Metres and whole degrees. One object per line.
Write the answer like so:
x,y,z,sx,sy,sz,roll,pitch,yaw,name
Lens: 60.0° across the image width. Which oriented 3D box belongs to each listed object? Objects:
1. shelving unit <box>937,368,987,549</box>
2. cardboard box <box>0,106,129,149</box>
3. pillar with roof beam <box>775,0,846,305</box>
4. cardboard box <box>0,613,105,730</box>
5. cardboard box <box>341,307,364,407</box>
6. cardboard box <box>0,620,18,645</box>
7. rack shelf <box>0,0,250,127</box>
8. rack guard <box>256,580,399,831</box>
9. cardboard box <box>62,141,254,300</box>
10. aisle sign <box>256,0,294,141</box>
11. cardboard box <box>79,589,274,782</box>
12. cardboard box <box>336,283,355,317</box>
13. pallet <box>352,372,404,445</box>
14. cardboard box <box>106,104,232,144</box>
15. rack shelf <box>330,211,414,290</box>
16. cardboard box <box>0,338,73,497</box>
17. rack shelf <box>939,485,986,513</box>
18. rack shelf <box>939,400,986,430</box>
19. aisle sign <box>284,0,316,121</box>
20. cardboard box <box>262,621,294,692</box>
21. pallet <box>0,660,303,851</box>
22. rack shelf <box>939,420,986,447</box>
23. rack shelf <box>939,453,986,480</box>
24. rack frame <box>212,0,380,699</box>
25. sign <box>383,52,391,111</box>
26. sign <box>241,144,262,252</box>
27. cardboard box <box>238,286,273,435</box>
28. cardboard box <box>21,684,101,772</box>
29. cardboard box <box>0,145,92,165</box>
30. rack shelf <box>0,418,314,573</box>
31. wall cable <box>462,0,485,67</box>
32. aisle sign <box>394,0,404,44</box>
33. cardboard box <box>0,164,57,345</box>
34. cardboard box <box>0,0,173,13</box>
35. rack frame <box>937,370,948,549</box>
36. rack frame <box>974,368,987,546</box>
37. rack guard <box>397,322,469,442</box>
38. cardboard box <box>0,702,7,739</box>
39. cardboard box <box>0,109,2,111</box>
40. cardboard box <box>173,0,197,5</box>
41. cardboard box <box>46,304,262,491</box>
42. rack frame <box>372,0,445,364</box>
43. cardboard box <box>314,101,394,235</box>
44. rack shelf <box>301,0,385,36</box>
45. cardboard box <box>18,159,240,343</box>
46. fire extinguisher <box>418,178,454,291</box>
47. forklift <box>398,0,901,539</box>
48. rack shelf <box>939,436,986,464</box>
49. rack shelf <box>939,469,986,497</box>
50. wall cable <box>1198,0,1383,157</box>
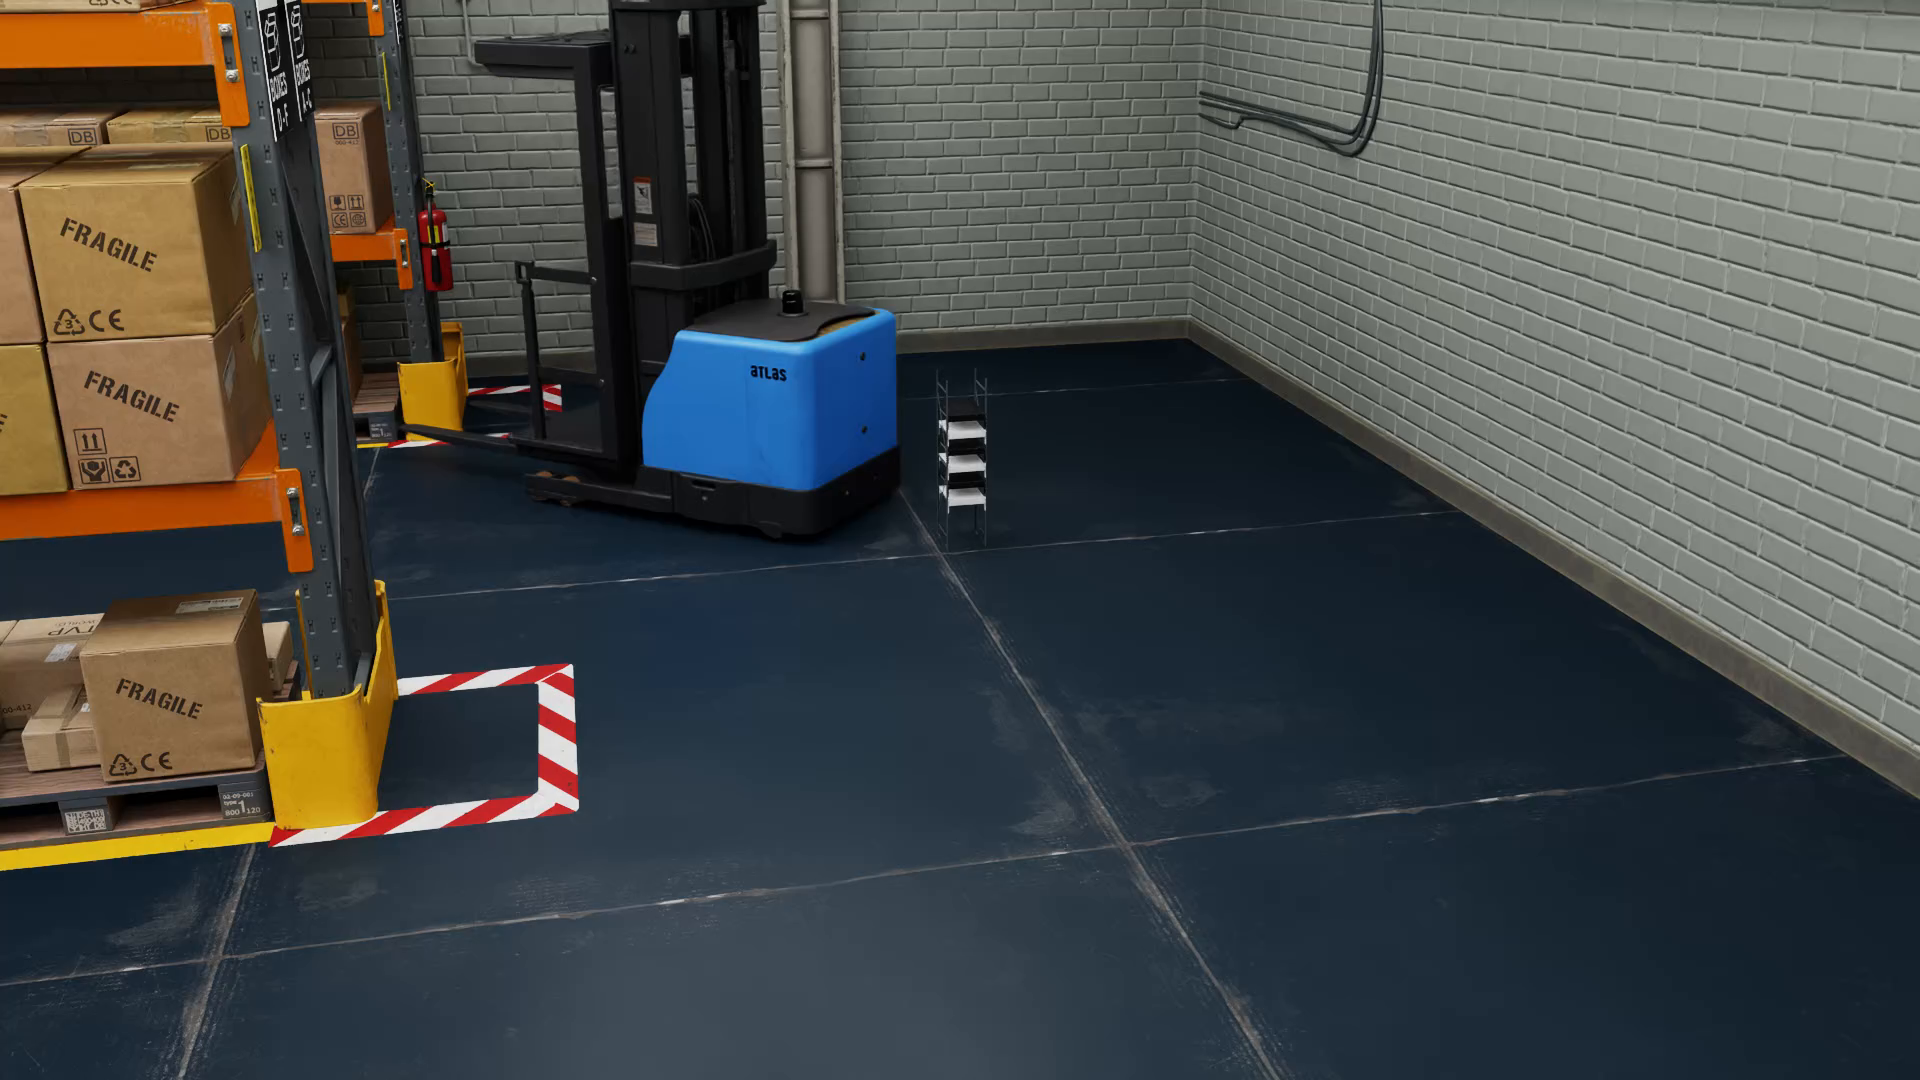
0.008,-0.423,8.662,0.210,0.900,0.258,-5,21,-12,shelving unit
-5.436,-2.212,10.056,0.700,0.700,0.980,-6,21,-15,cardboard box
-0.073,-4.113,6.959,0.400,9.000,9.100,-5,21,-12,pillar with roof beam
-3.430,0.497,6.456,0.500,0.250,0.500,-5,21,-12,cardboard box
-4.151,-1.168,10.666,0.500,0.500,0.700,-5,21,-12,cardboard box
-3.917,0.536,6.348,0.500,0.250,0.500,-5,21,-12,cardboard box
-4.295,-1.488,5.200,4.000,0.370,1.077,-5,21,-12,rack shelf
-2.423,0.604,6.438,0.348,0.500,1.175,-5,21,-12,rack guard
-2.842,-1.145,5.981,0.500,0.500,0.500,-4,20,-11,cardboard box
-2.212,-1.699,5.312,0.004,0.787,0.394,-5,21,-12,aisle sign
-2.822,0.517,6.036,0.500,0.500,0.500,-5,21,-12,cardboard box
-4.075,-1.549,10.764,0.250,0.149,0.380,-5,21,-12,cardboard box
-4.253,-0.834,10.786,1.213,0.211,1.003,-5,21,-12,pallet
-4.692,-2.269,10.212,0.700,0.700,0.980,-5,21,-13,cardboard box
-5.439,-1.737,10.242,4.000,0.370,1.077,-5,21,-12,rack shelf
-3.226,-0.454,5.547,0.500,0.500,0.500,-4,21,-12,cardboard box
0.008,-0.223,8.735,0.200,0.077,0.258,-5,21,-12,rack shelf
0.008,-0.645,8.580,0.200,0.077,0.258,-5,21,-12,rack shelf
-2.350,-1.900,5.861,0.004,0.787,0.394,-5,21,-12,aisle sign
-2.836,0.475,6.663,0.250,0.149,0.380,-5,21,-12,cardboard box
-3.199,0.803,6.315,1.213,0.211,1.003,-5,21,-12,pallet
0.008,-0.561,8.611,0.200,0.077,0.258,-5,21,-12,rack shelf
0.008,-0.392,8.673,0.200,0.077,0.258,-5,21,-12,rack shelf
-2.349,-0.575,6.025,0.127,3.000,1.000,-5,21,-12,rack frame
-3.381,-2.706,9.812,0.005,0.325,0.100,-5,21,-12,sign
-2.241,-1.080,5.260,0.005,0.325,0.100,-5,21,-12,sign
-2.842,-0.676,6.153,0.500,0.500,0.500,-4,21,-11,cardboard box
-3.236,0.676,6.088,0.250,0.166,0.380,-5,21,-12,cardboard box
-3.349,-1.101,5.861,0.500,0.500,0.500,-4,21,-12,cardboard box
-4.295,-0.079,5.716,4.000,0.370,1.077,-5,21,-12,rack shelf
-2.464,-3.128,11.517,1.851,1.984,0.084,-5,21,-12,wall cable
-3.354,-3.359,9.845,0.004,0.787,0.394,-5,21,-12,aisle sign
-3.210,-0.924,5.378,0.500,0.500,0.500,-4,21,-11,cardboard box
-2.788,-1.785,5.183,0.500,0.250,0.500,-5,21,-12,cardboard box
-0.091,-0.415,8.640,0.006,0.900,0.240,-5,21,-12,rack frame
0.107,-0.431,8.684,0.006,0.900,0.240,-5,21,-12,rack frame
-3.469,-1.062,10.986,0.348,0.500,1.175,-5,21,-12,rack guard
-3.753,0.700,5.902,0.500,0.250,0.500,-5,21,-12,cardboard box
-6.142,-2.151,9.890,0.700,0.700,0.980,-5,21,-14,cardboard box
-2.907,-1.958,5.656,0.500,0.250,0.500,-5,21,-12,cardboard box
-2.722,-0.496,5.662,0.500,0.500,0.500,-4,20,-11,cardboard box
-3.493,-2.233,10.550,0.127,3.000,1.000,-5,21,-12,rack frame
-3.987,-2.330,10.380,0.700,0.700,0.980,-4,20,-10,cardboard box
-5.439,-3.146,9.726,4.000,0.370,1.077,-5,21,-12,rack shelf
-2.719,-0.965,5.488,0.500,0.500,0.500,-5,21,-13,cardboard box
-3.240,-1.879,10.239,0.183,0.674,0.296,-5,21,-12,fire extinguisher
-1.891,-1.717,9.240,3.031,2.935,1.130,10,22,25,forklift
0.008,-0.476,8.642,0.200,0.077,0.258,-5,21,-12,rack shelf
0.008,-0.307,8.704,0.200,0.077,0.258,-5,21,-12,rack shelf
2.094,-3.920,10.948,0.112,2.526,3.097,-5,21,-12,wall cable
